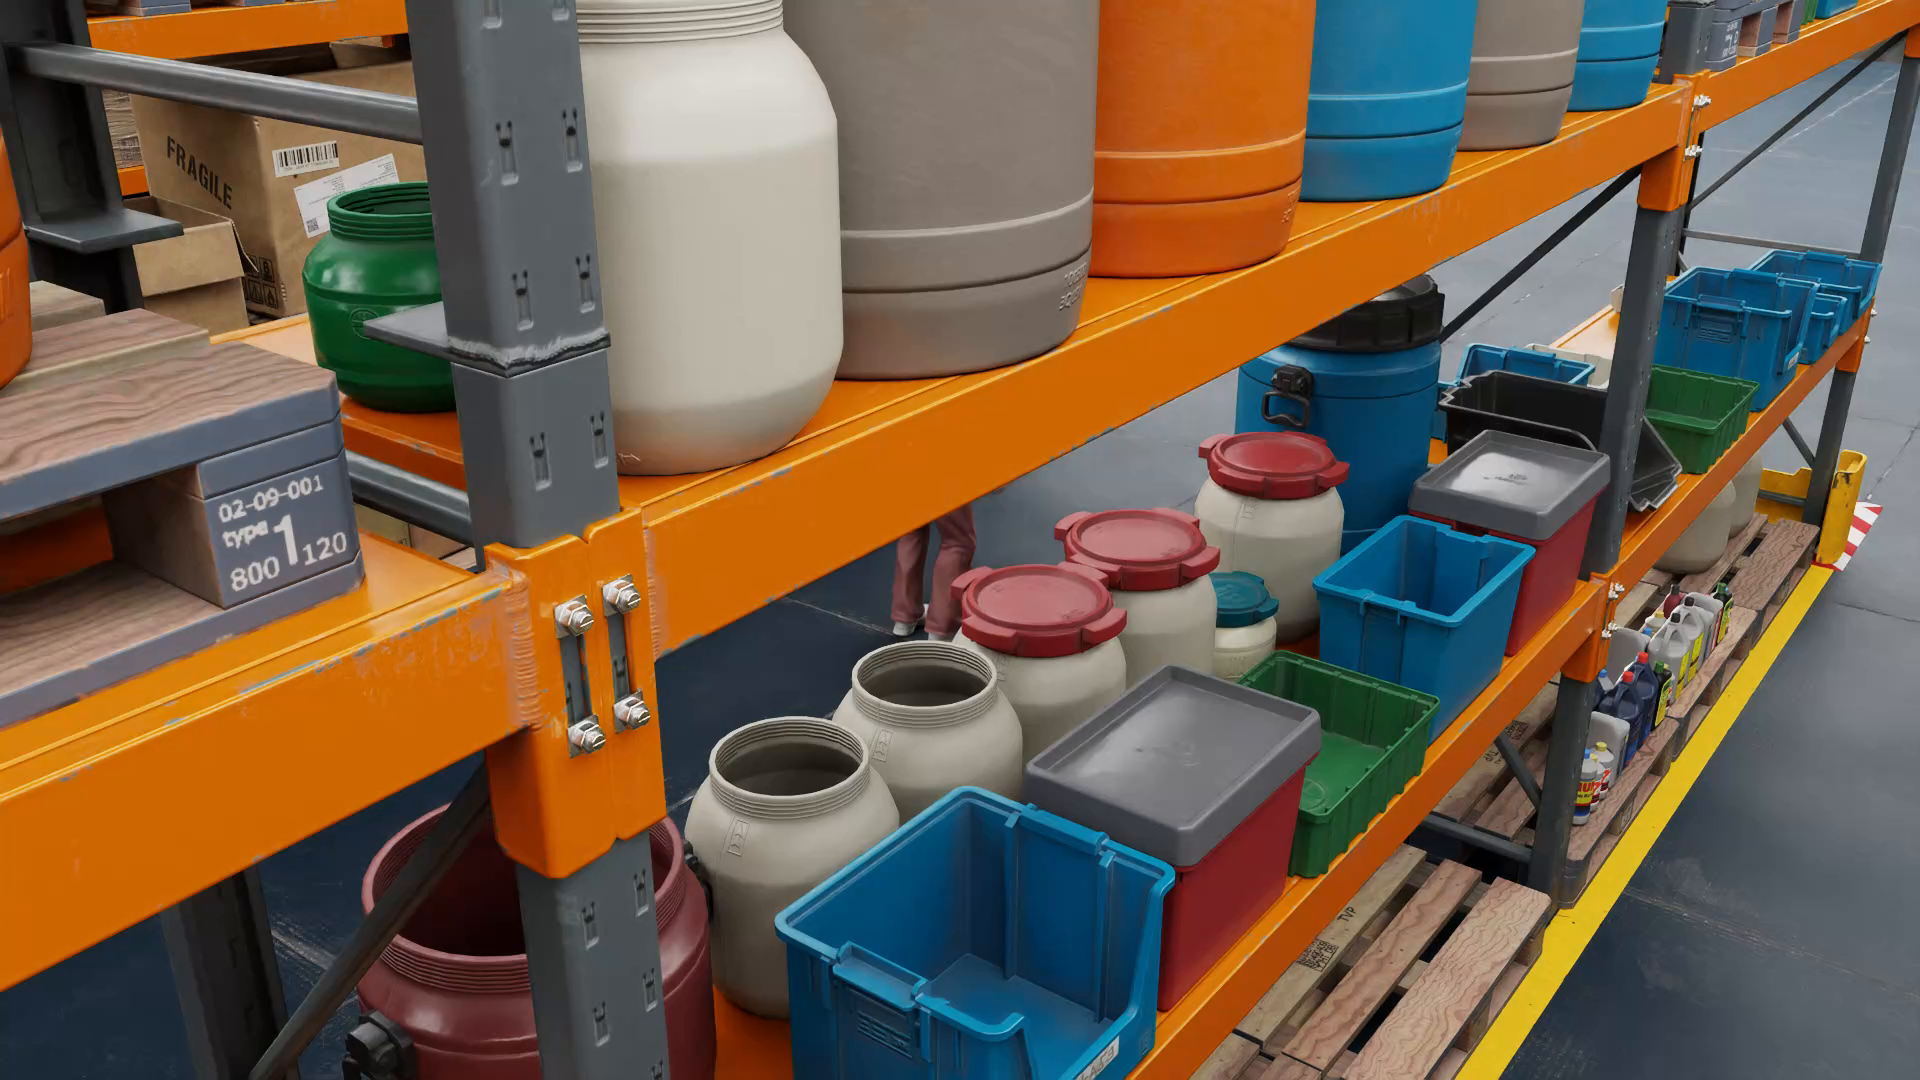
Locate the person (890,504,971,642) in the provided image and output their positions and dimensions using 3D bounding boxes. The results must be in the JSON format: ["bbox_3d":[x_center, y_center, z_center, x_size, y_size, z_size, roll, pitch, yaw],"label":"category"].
[{"bbox_3d":[-0.090,-0.359,7.440,0.408,1.667,0.499,16,28,32],"label":"person"}]
